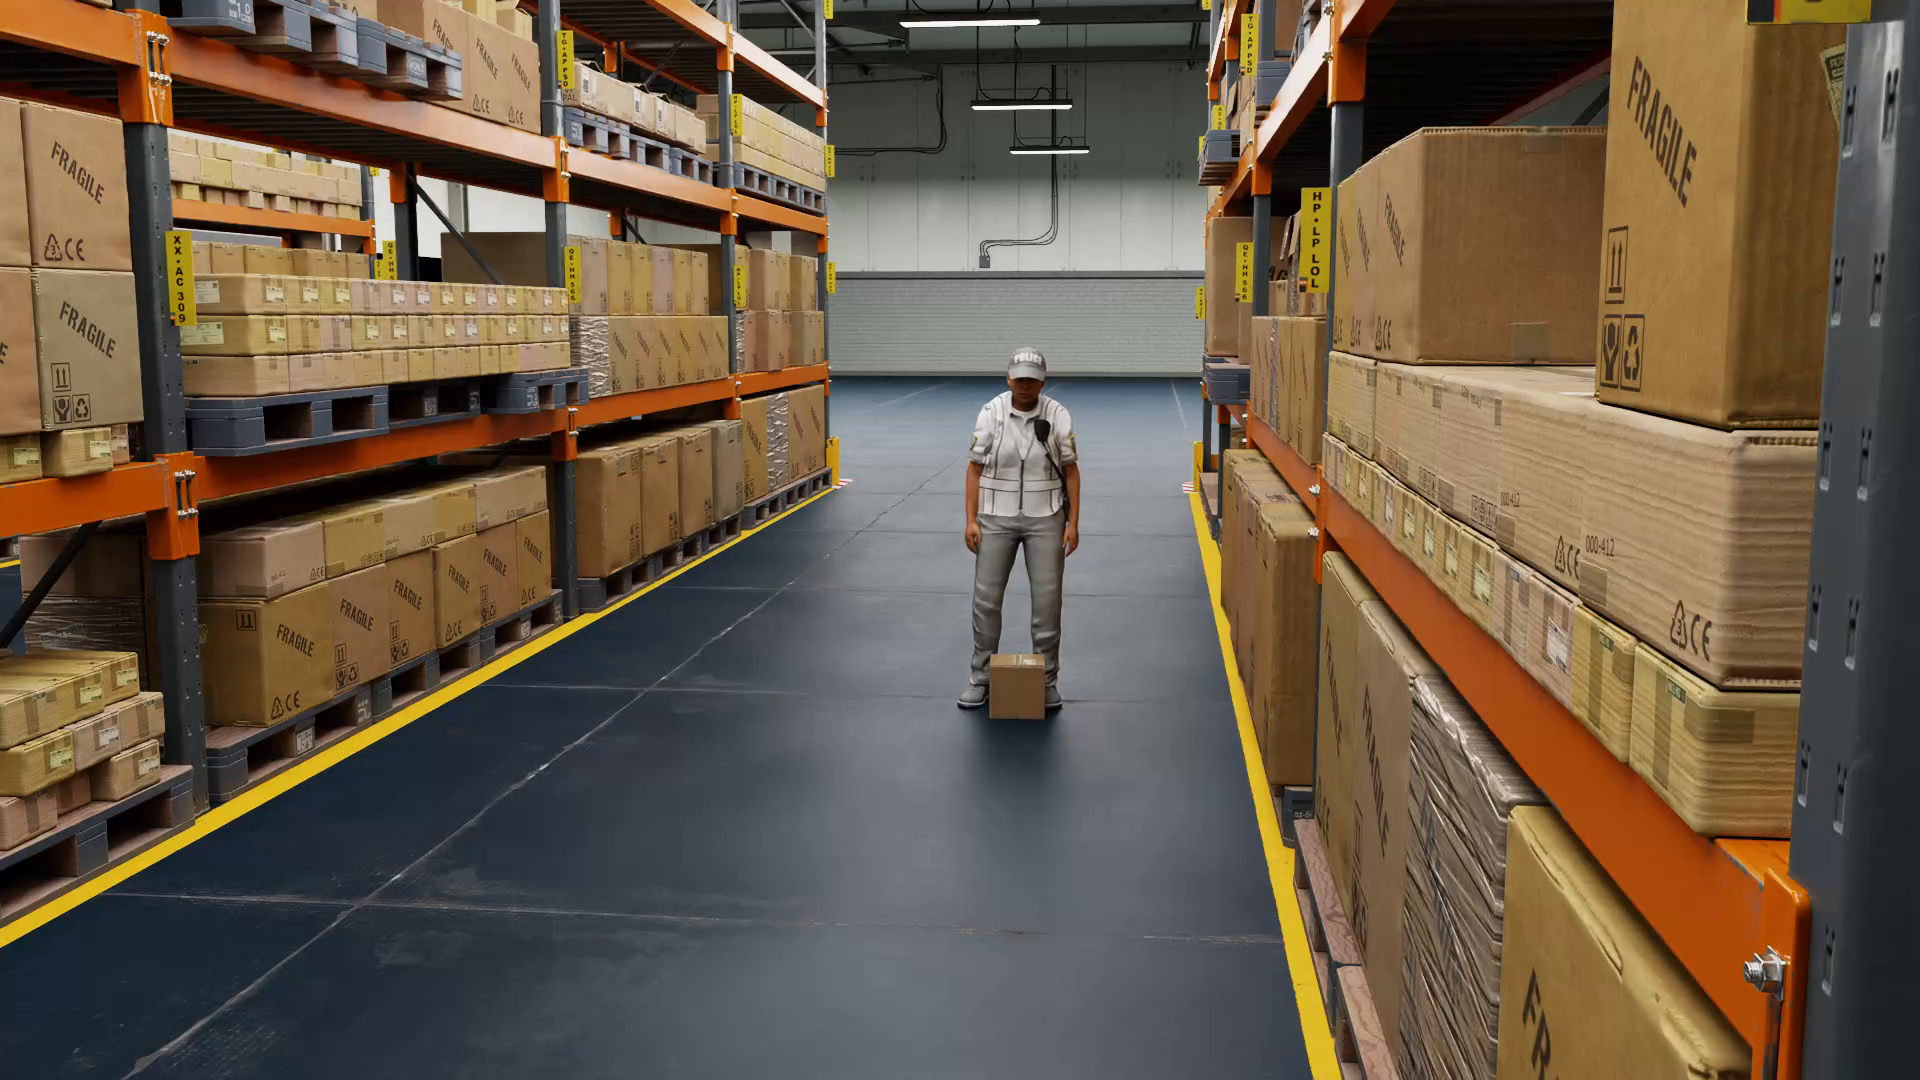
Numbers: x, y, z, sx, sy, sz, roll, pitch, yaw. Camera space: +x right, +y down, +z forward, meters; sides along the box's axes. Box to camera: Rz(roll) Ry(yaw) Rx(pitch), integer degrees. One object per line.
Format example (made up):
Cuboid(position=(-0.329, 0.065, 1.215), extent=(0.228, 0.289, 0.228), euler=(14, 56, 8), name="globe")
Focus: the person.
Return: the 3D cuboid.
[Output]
Cuboid(position=(0.275, -0.061, 7.722), extent=(0.562, 1.667, 0.465), euler=(1, 8, 4), name="person")
